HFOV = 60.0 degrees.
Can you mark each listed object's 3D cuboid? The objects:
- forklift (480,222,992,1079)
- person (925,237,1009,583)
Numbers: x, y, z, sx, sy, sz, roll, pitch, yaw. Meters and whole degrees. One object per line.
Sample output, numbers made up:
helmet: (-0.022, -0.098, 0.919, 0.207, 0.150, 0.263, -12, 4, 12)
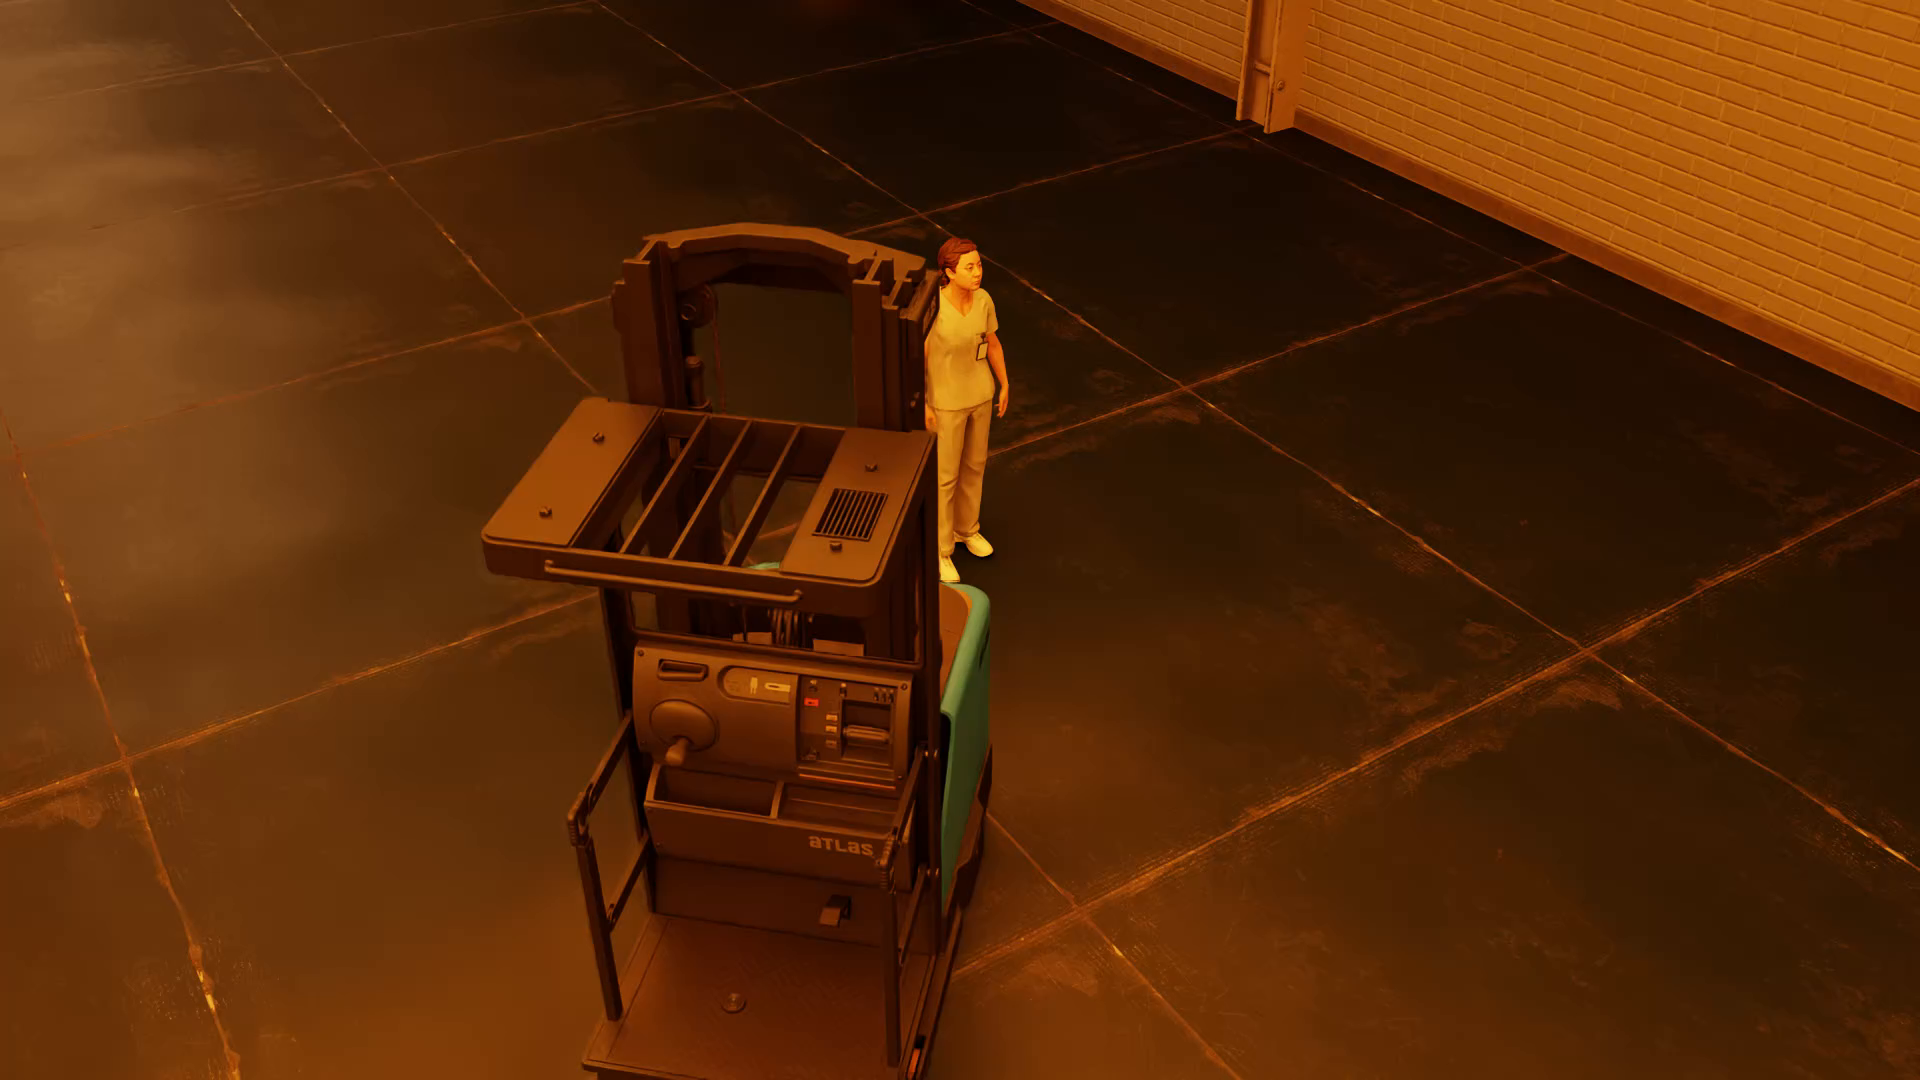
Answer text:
forklift: (-0.655, 0.639, 5.238, 1.130, 2.935, 3.031, 6, 36, 9)
person: (0.029, -0.652, 8.154, 0.550, 1.673, 0.548, -21, 40, -27)
